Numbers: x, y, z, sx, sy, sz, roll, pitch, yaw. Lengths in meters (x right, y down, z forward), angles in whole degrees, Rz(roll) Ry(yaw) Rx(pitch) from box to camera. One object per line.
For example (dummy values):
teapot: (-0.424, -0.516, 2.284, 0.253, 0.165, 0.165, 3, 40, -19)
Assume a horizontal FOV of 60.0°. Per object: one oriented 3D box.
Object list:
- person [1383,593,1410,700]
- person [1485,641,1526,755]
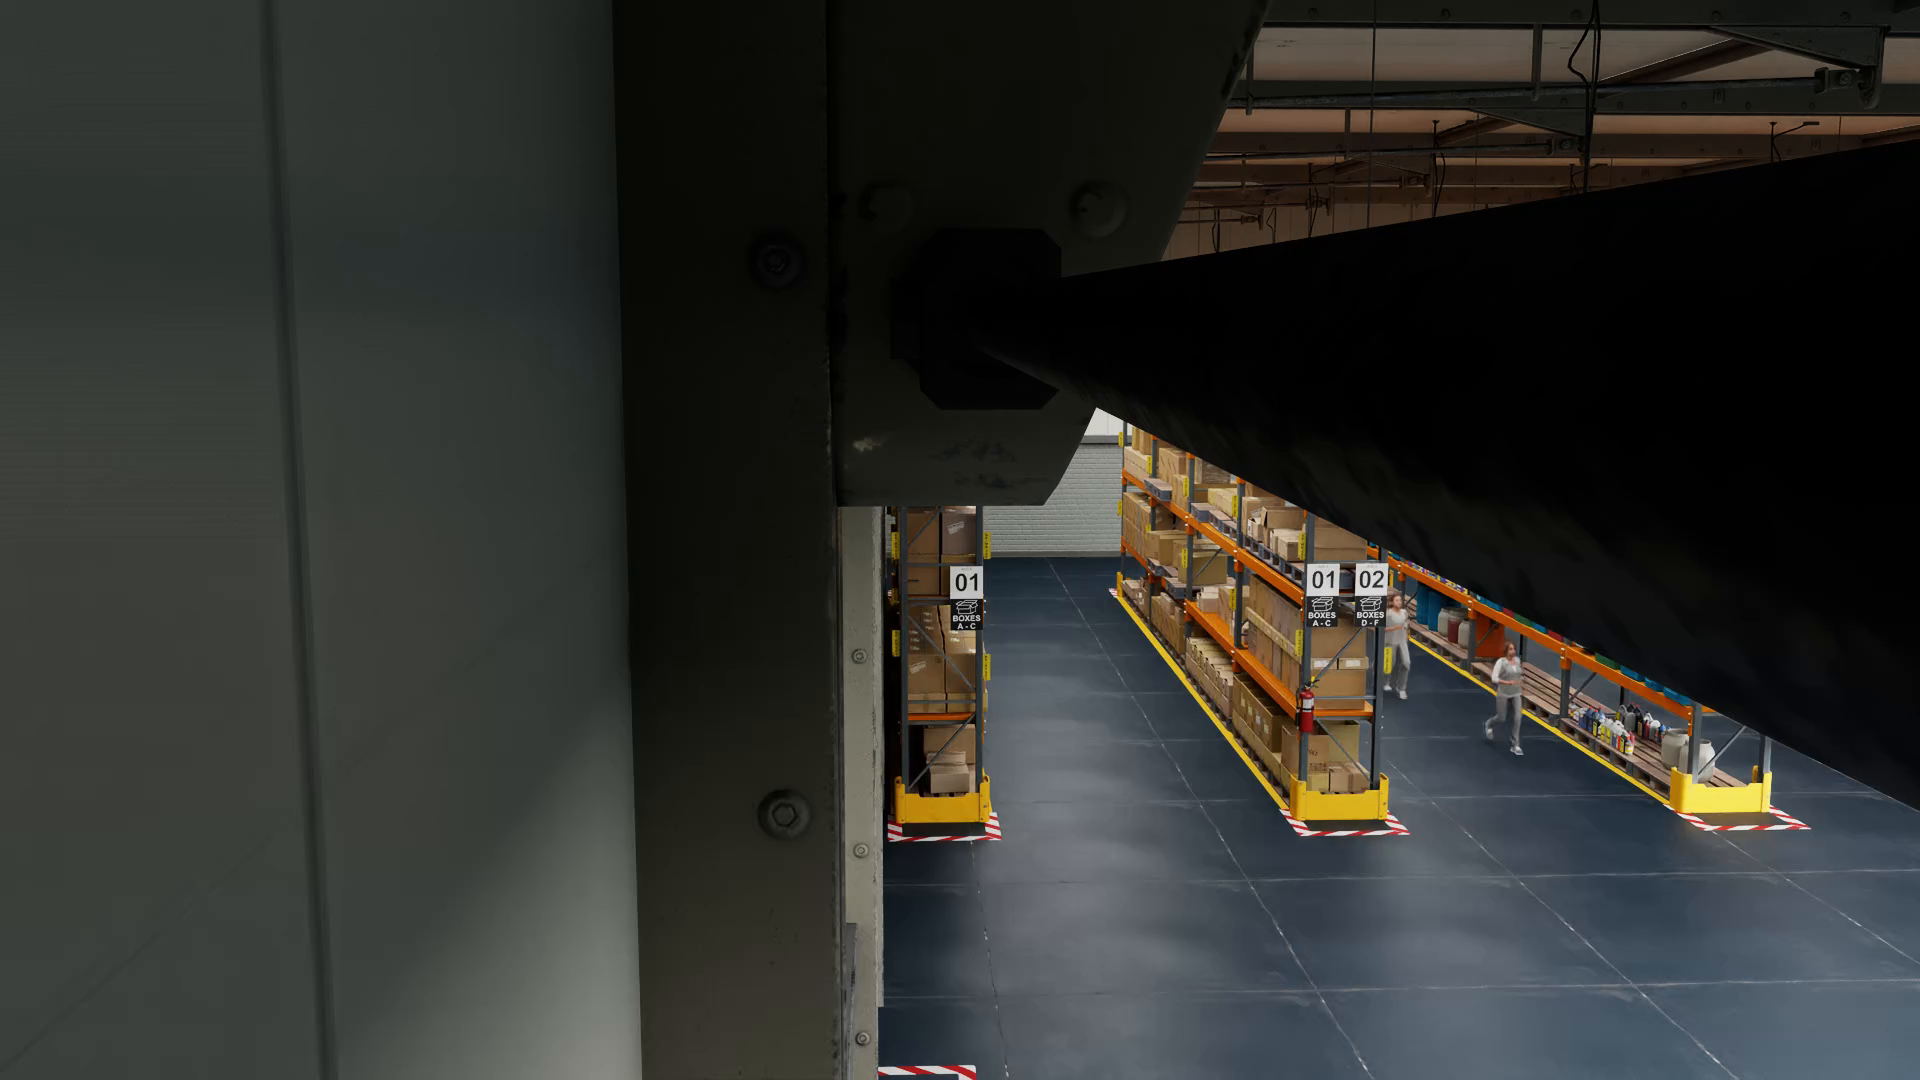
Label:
person: (7.085, 1.711, 27.046, 0.546, 1.717, 0.720, -1, 8, -9)
person: (7.824, 2.220, 23.757, 0.551, 1.573, 0.825, -2, 8, -12)
